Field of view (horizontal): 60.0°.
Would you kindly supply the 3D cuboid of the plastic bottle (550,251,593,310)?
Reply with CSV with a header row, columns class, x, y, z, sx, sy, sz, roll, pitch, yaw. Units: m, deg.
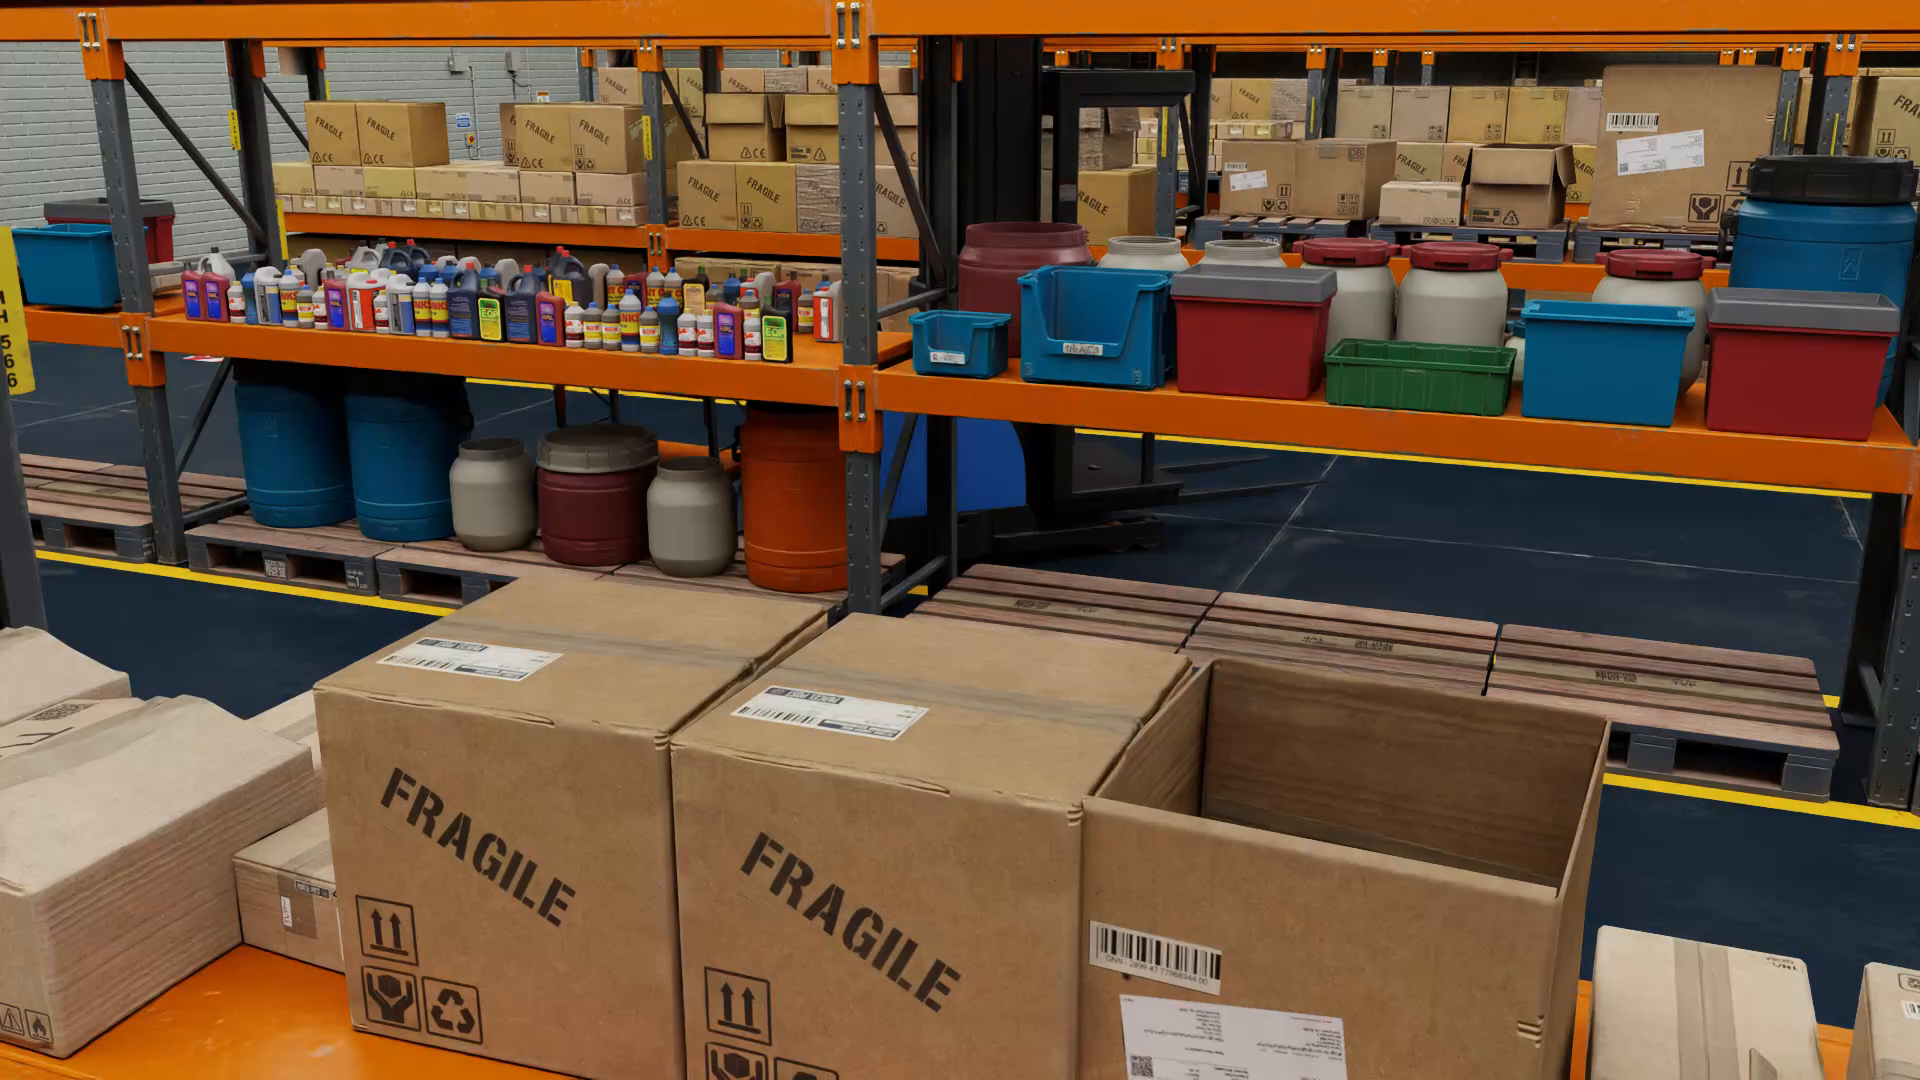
class,x,y,z,sx,sy,sz,roll,pitch,yaw
plastic bottle,-1.903,-1.238,8.145,0.185,0.351,0.144,6,17,21

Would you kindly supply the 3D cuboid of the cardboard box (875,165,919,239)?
class,x,y,z,sx,sy,sz,roll,pitch,yaw
cardboard box,-0.403,-2.503,12.236,0.500,0.500,0.500,7,17,22

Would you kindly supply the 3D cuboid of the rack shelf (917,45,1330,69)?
class,x,y,z,sx,sy,sz,roll,pitch,yaw
rack shelf,1.620,-4.887,16.538,4.000,0.370,1.077,6,17,21

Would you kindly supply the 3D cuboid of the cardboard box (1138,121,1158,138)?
class,x,y,z,sx,sy,sz,roll,pitch,yaw
cardboard box,1.908,-3.991,16.172,0.250,0.149,0.380,6,17,21

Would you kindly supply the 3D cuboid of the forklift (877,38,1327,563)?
class,x,y,z,sx,sy,sz,roll,pitch,yaw
forklift,0.580,-1.471,8.982,3.031,2.935,1.130,-6,17,-20

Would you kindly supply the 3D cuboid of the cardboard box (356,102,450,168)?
class,x,y,z,sx,sy,sz,roll,pitch,yaw
cardboard box,-4.579,-3.339,13.686,0.500,0.500,0.500,6,17,19

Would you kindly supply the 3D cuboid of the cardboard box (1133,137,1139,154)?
class,x,y,z,sx,sy,sz,roll,pitch,yaw
cardboard box,1.653,-3.875,16.306,0.250,0.149,0.380,7,18,22

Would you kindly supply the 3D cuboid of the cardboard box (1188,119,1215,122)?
class,x,y,z,sx,sy,sz,roll,pitch,yaw
cardboard box,2.398,-4.132,16.657,0.250,0.149,0.380,6,17,18

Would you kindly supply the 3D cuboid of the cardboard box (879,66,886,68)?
class,x,y,z,sx,sy,sz,roll,pitch,yaw
cardboard box,-1.026,-6.332,22.467,0.250,0.149,0.380,6,17,21

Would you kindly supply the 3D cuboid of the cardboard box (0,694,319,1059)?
class,x,y,z,sx,sy,sz,roll,pitch,yaw
cardboard box,-1.311,0.442,2.432,0.500,0.311,0.500,6,17,20

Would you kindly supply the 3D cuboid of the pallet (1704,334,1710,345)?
class,x,y,z,sx,sy,sz,roll,pitch,yaw
pallet,6.456,-1.899,15.335,1.213,0.211,1.003,6,17,21

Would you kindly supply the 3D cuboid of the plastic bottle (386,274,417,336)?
class,x,y,z,sx,sy,sz,roll,pitch,yaw
plastic bottle,-2.604,-1.112,7.847,0.135,0.276,0.152,6,17,21

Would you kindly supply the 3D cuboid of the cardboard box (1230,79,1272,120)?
class,x,y,z,sx,sy,sz,roll,pitch,yaw
cardboard box,3.685,-5.498,20.759,0.500,0.500,0.500,6,17,21

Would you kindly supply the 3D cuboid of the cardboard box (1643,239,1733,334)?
class,x,y,z,sx,sy,sz,roll,pitch,yaw
cardboard box,6.591,-2.340,15.135,0.750,0.750,1.050,6,17,20

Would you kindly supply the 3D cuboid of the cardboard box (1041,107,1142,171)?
class,x,y,z,sx,sy,sz,roll,pitch,yaw
cardboard box,0.892,-2.920,11.874,0.637,0.503,0.797,7,18,23

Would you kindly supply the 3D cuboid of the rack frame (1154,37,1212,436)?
class,x,y,z,sx,sy,sz,roll,pitch,yaw
rack frame,1.566,-2.312,11.756,0.127,3.000,1.000,6,17,21

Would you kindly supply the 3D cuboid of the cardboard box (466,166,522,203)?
class,x,y,z,sx,sy,sz,roll,pitch,yaw
cardboard box,-3.619,-2.873,13.426,0.500,0.250,0.500,7,17,22

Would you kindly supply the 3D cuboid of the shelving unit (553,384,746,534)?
class,x,y,z,sx,sy,sz,roll,pitch,yaw
shelving unit,-1.632,-0.584,9.122,1.048,1.125,0.538,8,21,27

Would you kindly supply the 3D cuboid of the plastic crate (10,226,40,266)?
class,x,y,z,sx,sy,sz,roll,pitch,yaw
plastic crate,-5.325,-1.612,9.451,0.530,0.282,0.437,6,17,21

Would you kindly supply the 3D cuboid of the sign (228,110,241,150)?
class,x,y,z,sx,sy,sz,roll,pitch,yaw
sign,-6.085,-3.440,13.950,0.005,0.325,0.100,6,17,21

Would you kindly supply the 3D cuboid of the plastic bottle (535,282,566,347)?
class,x,y,z,sx,sy,sz,roll,pitch,yaw
plastic bottle,-1.847,-1.019,7.512,0.133,0.283,0.061,6,17,21

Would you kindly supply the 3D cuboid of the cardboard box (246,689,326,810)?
class,x,y,z,sx,sy,sz,roll,pitch,yaw
cardboard box,-1.134,0.398,2.872,0.250,0.149,0.380,6,17,21

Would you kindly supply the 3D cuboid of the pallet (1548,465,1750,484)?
class,x,y,z,sx,sy,sz,roll,pitch,yaw
pallet,4.562,-0.643,11.008,1.213,0.211,1.003,6,17,21

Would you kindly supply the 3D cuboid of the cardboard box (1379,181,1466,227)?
class,x,y,z,sx,sy,sz,roll,pitch,yaw
cardboard box,3.041,-2.210,10.922,0.500,0.250,0.500,6,17,19

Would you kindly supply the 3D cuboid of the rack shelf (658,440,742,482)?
class,x,y,z,sx,sy,sz,roll,pitch,yaw
rack shelf,-1.627,-0.352,9.199,1.000,0.278,0.538,8,21,27

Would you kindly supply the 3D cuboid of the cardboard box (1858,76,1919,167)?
class,x,y,z,sx,sy,sz,roll,pitch,yaw
cardboard box,5.613,-2.462,9.766,0.500,0.500,0.500,6,17,21

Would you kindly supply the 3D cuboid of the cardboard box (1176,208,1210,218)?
class,x,y,z,sx,sy,sz,roll,pitch,yaw
cardboard box,2.931,-4.339,21.798,0.875,0.875,0.875,7,18,22

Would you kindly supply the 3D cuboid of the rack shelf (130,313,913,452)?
class,x,y,z,sx,sy,sz,roll,pitch,yaw
rack shelf,-2.112,-0.886,8.136,4.000,0.370,1.077,6,17,21

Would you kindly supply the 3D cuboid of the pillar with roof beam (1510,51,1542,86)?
class,x,y,z,sx,sy,sz,roll,pitch,yaw
pillar with roof beam,6.984,-8.034,20.708,0.400,9.000,9.100,6,17,21

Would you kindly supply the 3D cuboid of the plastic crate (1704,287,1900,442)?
class,x,y,z,sx,sy,sz,roll,pitch,yaw
plastic crate,2.907,-0.619,5.810,0.583,0.464,0.402,6,17,21

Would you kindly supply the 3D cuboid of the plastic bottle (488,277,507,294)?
class,x,y,z,sx,sy,sz,roll,pitch,yaw
plastic bottle,-2.121,-1.067,7.678,0.133,0.283,0.061,6,17,21

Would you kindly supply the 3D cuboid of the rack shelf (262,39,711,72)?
class,x,y,z,sx,sy,sz,roll,pitch,yaw
rack shelf,-4.015,-4.020,13.552,4.000,0.370,1.077,6,17,21

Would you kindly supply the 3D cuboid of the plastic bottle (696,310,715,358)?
class,x,y,z,sx,sy,sz,roll,pitch,yaw
plastic bottle,-1.099,-0.903,7.259,0.097,0.201,0.097,0,16,0

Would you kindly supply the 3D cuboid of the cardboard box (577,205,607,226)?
class,x,y,z,sx,sy,sz,roll,pitch,yaw
cardboard box,-2.799,-2.573,13.106,0.250,0.149,0.380,7,17,22

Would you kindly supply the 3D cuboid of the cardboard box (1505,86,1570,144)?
class,x,y,z,sx,sy,sz,roll,pitch,yaw
cardboard box,5.319,-3.912,15.295,0.500,0.500,0.700,6,17,20

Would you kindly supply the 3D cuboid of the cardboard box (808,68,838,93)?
class,x,y,z,sx,sy,sz,roll,pitch,yaw
cardboard box,-1.260,-4.697,17.468,0.500,0.500,0.500,6,17,19

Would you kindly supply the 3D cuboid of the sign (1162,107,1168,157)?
class,x,y,z,sx,sy,sz,roll,pitch,yaw
sign,1.366,-2.723,11.098,0.005,0.325,0.100,6,17,21

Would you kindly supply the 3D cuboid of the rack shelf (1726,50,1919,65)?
class,x,y,z,sx,sy,sz,roll,pitch,yaw
rack shelf,12.602,-6.651,22.613,4.000,0.370,1.077,6,17,21

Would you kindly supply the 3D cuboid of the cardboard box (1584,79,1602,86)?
class,x,y,z,sx,sy,sz,roll,pitch,yaw
cardboard box,7.567,-5.401,19.768,0.250,0.149,0.380,7,18,24

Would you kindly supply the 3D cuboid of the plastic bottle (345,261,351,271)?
class,x,y,z,sx,sy,sz,roll,pitch,yaw
plastic bottle,-3.147,-1.383,8.779,0.135,0.276,0.152,6,17,21

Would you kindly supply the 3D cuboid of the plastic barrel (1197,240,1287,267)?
class,x,y,z,sx,sy,sz,roll,pitch,yaw
plastic barrel,1.176,-0.988,6.996,0.421,0.512,0.421,0,16,0

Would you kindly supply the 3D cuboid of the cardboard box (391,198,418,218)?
class,x,y,z,sx,sy,sz,roll,pitch,yaw
cardboard box,-4.470,-2.757,13.739,0.250,0.149,0.380,6,17,20

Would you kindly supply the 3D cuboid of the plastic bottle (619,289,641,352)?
class,x,y,z,sx,sy,sz,roll,pitch,yaw
plastic bottle,-1.462,-0.976,7.386,0.097,0.271,0.097,0,16,0

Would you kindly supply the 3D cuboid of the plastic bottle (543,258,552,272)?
class,x,y,z,sx,sy,sz,roll,pitch,yaw
plastic bottle,-2.105,-1.285,8.431,0.133,0.283,0.061,6,17,21

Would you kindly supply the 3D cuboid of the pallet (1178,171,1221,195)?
class,x,y,z,sx,sy,sz,roll,pitch,yaw
pallet,2.778,-3.541,16.334,1.003,0.211,1.213,6,17,21

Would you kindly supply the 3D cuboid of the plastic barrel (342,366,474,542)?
class,x,y,z,sx,sy,sz,roll,pitch,yaw
plastic barrel,-2.814,-0.498,8.518,0.708,0.901,0.600,6,17,21

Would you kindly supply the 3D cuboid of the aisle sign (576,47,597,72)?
class,x,y,z,sx,sy,sz,roll,pitch,yaw
aisle sign,-4.140,-5.584,18.366,0.004,0.787,0.394,6,17,21

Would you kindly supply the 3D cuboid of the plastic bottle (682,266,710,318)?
class,x,y,z,sx,sy,sz,roll,pitch,yaw
plastic bottle,-1.288,-1.196,8.121,0.133,0.283,0.061,6,17,21

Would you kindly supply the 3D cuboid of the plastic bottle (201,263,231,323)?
class,x,y,z,sx,sy,sz,roll,pitch,yaw
plastic bottle,-3.663,-1.218,8.200,0.133,0.283,0.061,6,17,21

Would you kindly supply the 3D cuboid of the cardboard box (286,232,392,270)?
class,x,y,z,sx,sy,sz,roll,pitch,yaw
cardboard box,-5.251,-2.267,14.659,0.875,0.875,0.875,6,17,21

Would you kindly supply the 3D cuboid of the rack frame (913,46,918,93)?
class,x,y,z,sx,sy,sz,roll,pitch,yaw
rack frame,-0.241,-3.997,17.561,0.127,3.000,1.000,6,17,21
